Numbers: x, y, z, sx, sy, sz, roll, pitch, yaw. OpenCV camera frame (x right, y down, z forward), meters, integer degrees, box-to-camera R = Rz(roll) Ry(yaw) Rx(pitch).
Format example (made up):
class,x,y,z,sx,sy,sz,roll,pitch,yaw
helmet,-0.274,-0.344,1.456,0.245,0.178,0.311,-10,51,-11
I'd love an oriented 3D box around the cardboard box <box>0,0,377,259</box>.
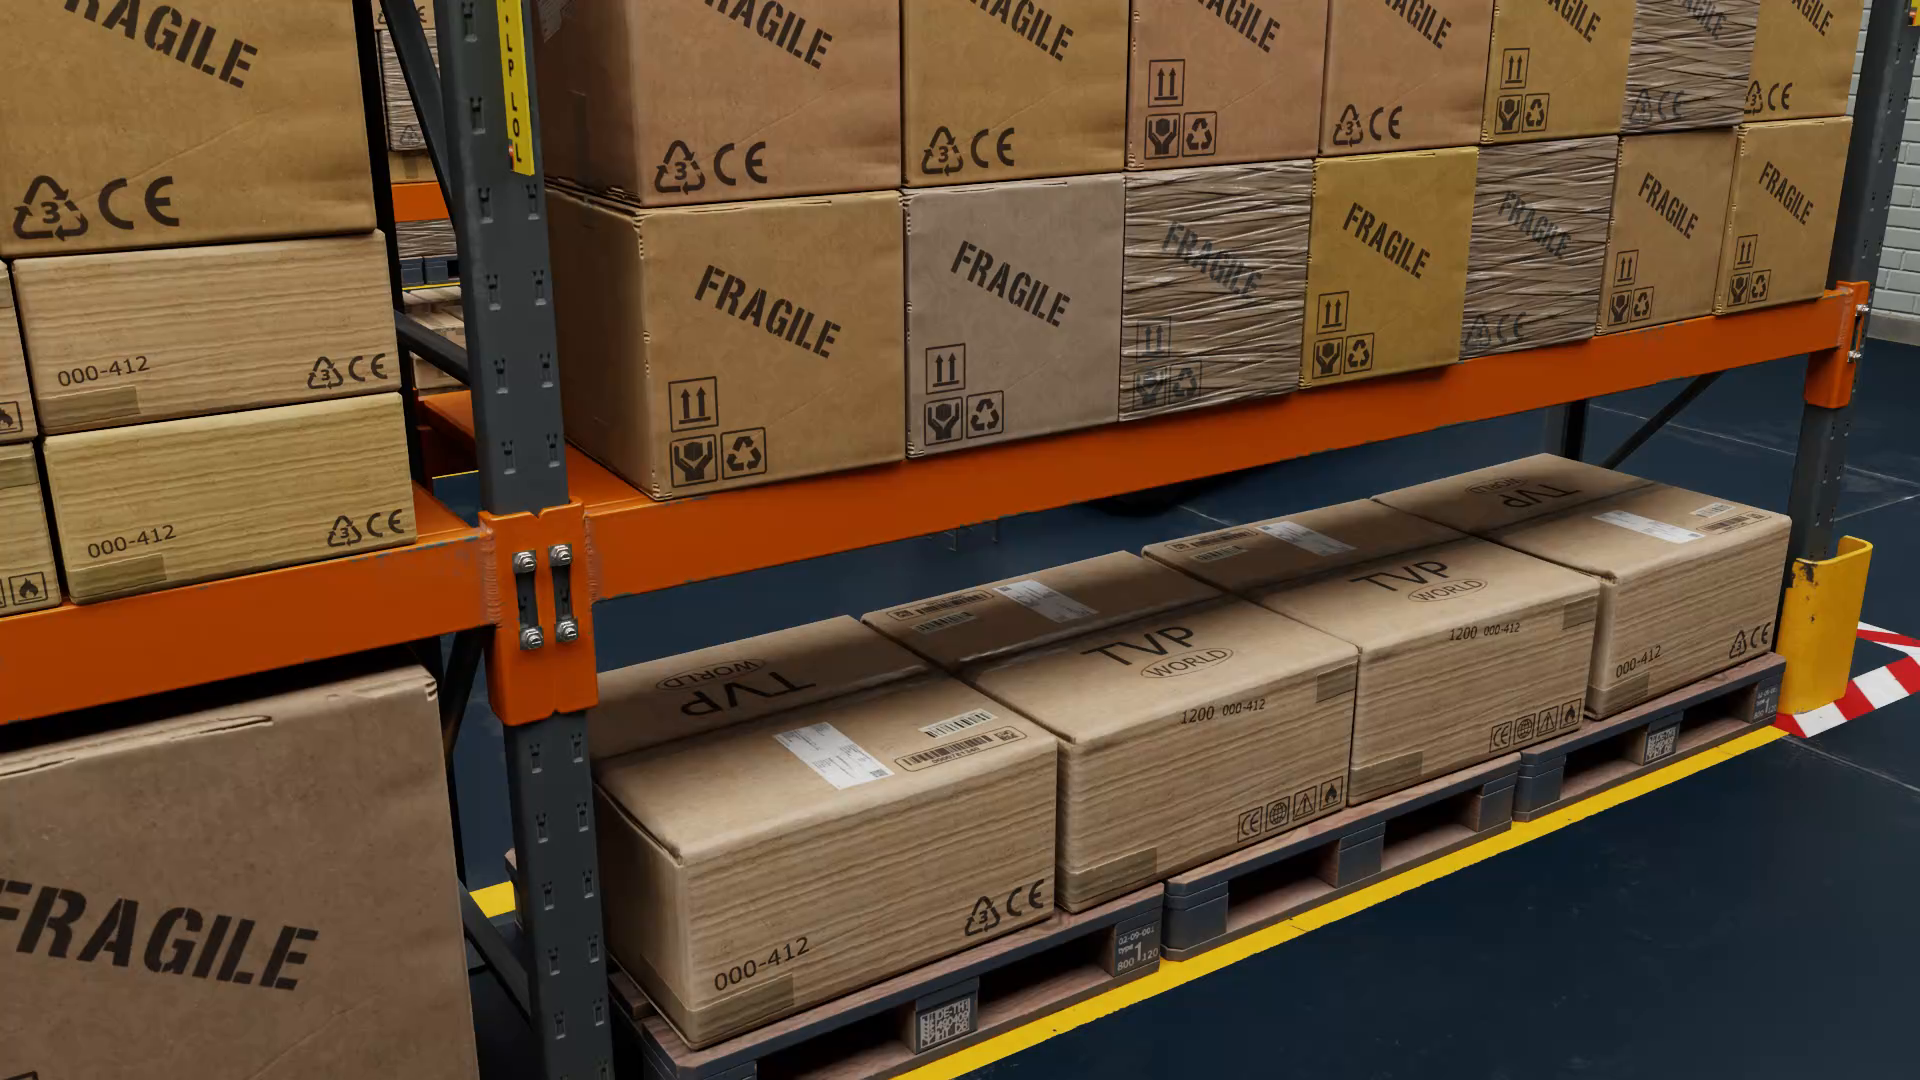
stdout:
class,x,y,z,sx,sy,sz,roll,pitch,yaw
cardboard box,-1.213,-0.725,2.487,0.500,0.500,0.500,-11,22,-30

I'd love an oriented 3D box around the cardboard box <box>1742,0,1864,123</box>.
class,x,y,z,sx,sy,sz,roll,pitch,yaw
cardboard box,2.091,-1.426,4.563,0.500,0.500,0.500,-11,22,-30

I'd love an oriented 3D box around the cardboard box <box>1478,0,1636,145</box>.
class,x,y,z,sx,sy,sz,roll,pitch,yaw
cardboard box,1.255,-1.240,4.012,0.500,0.500,0.500,-12,22,-32

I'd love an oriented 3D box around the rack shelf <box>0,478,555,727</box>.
class,x,y,z,sx,sy,sz,roll,pitch,yaw
rack shelf,-2.649,0.344,2.168,4.000,0.370,1.077,-12,22,-31

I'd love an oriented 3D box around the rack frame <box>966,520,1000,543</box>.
class,x,y,z,sx,sy,sz,roll,pitch,yaw
rack frame,0.092,-0.446,6.658,0.006,0.900,0.240,-12,22,-31

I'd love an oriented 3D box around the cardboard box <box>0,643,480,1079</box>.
class,x,y,z,sx,sy,sz,roll,pitch,yaw
cardboard box,-1.452,0.589,2.981,0.875,0.875,0.875,-11,22,-30

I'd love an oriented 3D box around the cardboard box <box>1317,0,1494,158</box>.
class,x,y,z,sx,sy,sz,roll,pitch,yaw
cardboard box,0.834,-1.152,3.752,0.500,0.500,0.500,-12,22,-32

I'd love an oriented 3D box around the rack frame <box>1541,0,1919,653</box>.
class,x,y,z,sx,sy,sz,roll,pitch,yaw
rack frame,2.362,-1.054,5.179,0.127,3.000,1.000,-12,22,-31

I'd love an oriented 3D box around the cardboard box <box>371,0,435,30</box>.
class,x,y,z,sx,sy,sz,roll,pitch,yaw
cardboard box,-2.412,-2.508,7.297,0.500,0.500,0.500,-11,22,-31

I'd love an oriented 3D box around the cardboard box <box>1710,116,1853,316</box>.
class,x,y,z,sx,sy,sz,roll,pitch,yaw
cardboard box,2.105,-0.946,4.702,0.500,0.500,0.500,-12,22,-31

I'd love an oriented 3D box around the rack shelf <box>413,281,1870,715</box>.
class,x,y,z,sx,sy,sz,roll,pitch,yaw
rack shelf,0.692,-0.361,4.252,4.000,0.370,1.077,-12,22,-31

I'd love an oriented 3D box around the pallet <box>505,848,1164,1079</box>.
class,x,y,z,sx,sy,sz,roll,pitch,yaw
pallet,-0.300,0.859,3.876,1.213,0.211,1.003,-12,22,-31

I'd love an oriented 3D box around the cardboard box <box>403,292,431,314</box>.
class,x,y,z,sx,sy,sz,roll,pitch,yaw
cardboard box,-2.801,-1.117,8.231,0.250,0.149,0.380,-13,23,-34

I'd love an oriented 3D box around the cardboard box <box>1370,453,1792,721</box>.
class,x,y,z,sx,sy,sz,roll,pitch,yaw
cardboard box,1.866,0.104,5.099,0.875,0.438,0.875,-13,23,-33

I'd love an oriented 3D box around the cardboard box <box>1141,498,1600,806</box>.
class,x,y,z,sx,sy,sz,roll,pitch,yaw
cardboard box,1.106,0.267,4.615,0.875,0.438,0.875,-11,22,-30

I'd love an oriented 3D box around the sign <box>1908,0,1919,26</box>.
class,x,y,z,sx,sy,sz,roll,pitch,yaw
sign,2.649,-1.567,4.519,0.005,0.325,0.100,-12,22,-31

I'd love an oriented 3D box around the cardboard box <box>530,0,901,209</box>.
class,x,y,z,sx,sy,sz,roll,pitch,yaw
cardboard box,-0.448,-0.890,2.975,0.500,0.500,0.500,-12,22,-31

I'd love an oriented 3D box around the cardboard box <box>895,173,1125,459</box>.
class,x,y,z,sx,sy,sz,roll,pitch,yaw
cardboard box,-0.020,-0.497,3.375,0.500,0.500,0.500,-12,22,-31

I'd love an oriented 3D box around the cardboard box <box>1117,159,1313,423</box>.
class,x,y,z,sx,sy,sz,roll,pitch,yaw
cardboard box,0.399,-0.583,3.629,0.500,0.500,0.500,-12,22,-31

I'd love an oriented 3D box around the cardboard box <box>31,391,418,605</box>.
class,x,y,z,sx,sy,sz,roll,pitch,yaw
cardboard box,-1.214,-0.132,2.686,0.500,0.250,0.500,-13,22,-33

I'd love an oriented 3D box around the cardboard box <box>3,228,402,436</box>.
class,x,y,z,sx,sy,sz,roll,pitch,yaw
cardboard box,-1.213,-0.372,2.617,0.500,0.250,0.500,-12,22,-31

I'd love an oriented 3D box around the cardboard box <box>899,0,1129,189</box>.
class,x,y,z,sx,sy,sz,roll,pitch,yaw
cardboard box,-0.022,-0.977,3.233,0.500,0.500,0.500,-12,22,-32

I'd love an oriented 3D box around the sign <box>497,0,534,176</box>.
class,x,y,z,sx,sy,sz,roll,pitch,yaw
sign,-0.672,-0.717,2.498,0.005,0.325,0.100,-12,22,-31

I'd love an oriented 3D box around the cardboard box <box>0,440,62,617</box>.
class,x,y,z,sx,sy,sz,roll,pitch,yaw
cardboard box,-1.640,-0.042,2.421,0.500,0.250,0.500,-12,22,-32

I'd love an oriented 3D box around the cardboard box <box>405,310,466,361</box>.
class,x,y,z,sx,sy,sz,roll,pitch,yaw
cardboard box,-2.474,-0.957,7.757,0.250,0.149,0.380,-11,22,-30

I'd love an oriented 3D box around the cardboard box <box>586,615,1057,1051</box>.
class,x,y,z,sx,sy,sz,roll,pitch,yaw
cardboard box,-0.395,0.584,3.680,0.875,0.438,0.875,-12,22,-32

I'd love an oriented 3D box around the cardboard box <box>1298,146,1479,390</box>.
class,x,y,z,sx,sy,sz,roll,pitch,yaw
cardboard box,0.829,-0.674,3.897,0.500,0.500,0.500,-11,22,-30

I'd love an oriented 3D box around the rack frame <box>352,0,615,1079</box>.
class,x,y,z,sx,sy,sz,roll,pitch,yaw
rack frame,-0.978,-0.349,3.095,0.127,3.000,1.000,-12,22,-31

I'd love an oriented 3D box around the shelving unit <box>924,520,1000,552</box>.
class,x,y,z,sx,sy,sz,roll,pitch,yaw
shelving unit,0.007,-0.428,6.605,0.210,0.900,0.258,-12,22,-31

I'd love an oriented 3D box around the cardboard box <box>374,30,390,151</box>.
class,x,y,z,sx,sy,sz,roll,pitch,yaw
cardboard box,-2.824,-1.953,7.217,0.500,0.500,0.500,-12,22,-31

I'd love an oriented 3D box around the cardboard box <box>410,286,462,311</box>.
class,x,y,z,sx,sy,sz,roll,pitch,yaw
cardboard box,-2.582,-1.168,8.381,0.250,0.149,0.380,-13,23,-33

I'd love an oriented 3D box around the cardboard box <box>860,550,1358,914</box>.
class,x,y,z,sx,sy,sz,roll,pitch,yaw
cardboard box,0.352,0.426,4.147,0.875,0.438,0.875,-13,22,-33

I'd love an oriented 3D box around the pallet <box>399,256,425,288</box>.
class,x,y,z,sx,sy,sz,roll,pitch,yaw
pallet,-4.731,-2.008,12.356,1.213,0.211,1.003,-12,22,-31

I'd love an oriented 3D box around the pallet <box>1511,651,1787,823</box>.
class,x,y,z,sx,sy,sz,roll,pitch,yaw
pallet,1.738,0.429,5.147,1.213,0.211,1.003,-12,22,-31

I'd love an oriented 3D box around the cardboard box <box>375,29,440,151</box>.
class,x,y,z,sx,sy,sz,roll,pitch,yaw
cardboard box,-2.383,-2.032,7.451,0.500,0.500,0.500,-12,22,-33

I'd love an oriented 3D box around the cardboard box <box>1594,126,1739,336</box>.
class,x,y,z,sx,sy,sz,roll,pitch,yaw
cardboard box,1.678,-0.861,4.452,0.500,0.500,0.500,-12,22,-33

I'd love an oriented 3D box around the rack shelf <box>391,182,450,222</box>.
class,x,y,z,sx,sy,sz,roll,pitch,yaw
rack shelf,-2.115,-1.667,8.116,4.000,0.370,1.077,-12,22,-31

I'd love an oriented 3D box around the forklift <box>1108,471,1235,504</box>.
class,x,y,z,sx,sy,sz,roll,pitch,yaw
forklift,1.319,-1.941,7.911,1.130,2.935,3.031,15,24,37

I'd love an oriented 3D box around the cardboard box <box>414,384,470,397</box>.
class,x,y,z,sx,sy,sz,roll,pitch,yaw
cardboard box,-2.513,-0.702,7.932,0.250,0.149,0.380,-13,23,-34

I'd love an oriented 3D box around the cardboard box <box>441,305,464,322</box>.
class,x,y,z,sx,sy,sz,roll,pitch,yaw
cardboard box,-2.292,-1.027,7.965,0.250,0.149,0.380,-13,23,-34

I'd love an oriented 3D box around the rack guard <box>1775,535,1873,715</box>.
class,x,y,z,sx,sy,sz,roll,pitch,yaw
rack guard,2.382,0.126,5.592,0.348,0.500,1.175,-12,22,-31

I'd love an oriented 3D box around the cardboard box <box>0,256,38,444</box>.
class,x,y,z,sx,sy,sz,roll,pitch,yaw
cardboard box,-1.626,-0.282,2.350,0.500,0.250,0.500,-11,22,-30

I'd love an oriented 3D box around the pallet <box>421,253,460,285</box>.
class,x,y,z,sx,sy,sz,roll,pitch,yaw
pallet,-3.713,-2.222,12.987,1.213,0.211,1.003,-12,22,-31

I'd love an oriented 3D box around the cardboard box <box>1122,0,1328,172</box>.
class,x,y,z,sx,sy,sz,roll,pitch,yaw
cardboard box,0.412,-1.064,3.491,0.500,0.500,0.500,-11,22,-30

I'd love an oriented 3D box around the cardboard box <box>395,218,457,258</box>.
class,x,y,z,sx,sy,sz,roll,pitch,yaw
cardboard box,-4.339,-2.603,12.422,0.875,0.875,0.875,-12,22,-31

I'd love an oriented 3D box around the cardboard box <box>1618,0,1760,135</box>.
class,x,y,z,sx,sy,sz,roll,pitch,yaw
cardboard box,1.670,-1.326,4.267,0.500,0.500,0.500,-12,22,-31

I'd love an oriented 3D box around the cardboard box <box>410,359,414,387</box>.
class,x,y,z,sx,sy,sz,roll,pitch,yaw
cardboard box,-2.734,-0.791,7.732,0.250,0.149,0.380,-13,23,-34

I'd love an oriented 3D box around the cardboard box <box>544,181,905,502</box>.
class,x,y,z,sx,sy,sz,roll,pitch,yaw
cardboard box,-0.442,-0.409,3.116,0.500,0.500,0.500,-11,22,-30

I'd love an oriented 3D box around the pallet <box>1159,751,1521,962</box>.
class,x,y,z,sx,sy,sz,roll,pitch,yaw
pallet,0.720,0.642,4.515,1.213,0.211,1.003,-12,22,-31

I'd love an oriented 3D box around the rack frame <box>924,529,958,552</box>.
class,x,y,z,sx,sy,sz,roll,pitch,yaw
rack frame,-0.078,-0.410,6.552,0.006,0.900,0.240,-12,22,-31

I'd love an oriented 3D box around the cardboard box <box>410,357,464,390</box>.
class,x,y,z,sx,sy,sz,roll,pitch,yaw
cardboard box,-2.491,-0.833,7.857,0.250,0.149,0.380,-11,21,-29

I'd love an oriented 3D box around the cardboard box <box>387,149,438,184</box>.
class,x,y,z,sx,sy,sz,roll,pitch,yaw
cardboard box,-2.523,-1.699,7.478,0.250,0.149,0.380,-11,22,-30

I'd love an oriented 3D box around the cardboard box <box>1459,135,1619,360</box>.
class,x,y,z,sx,sy,sz,roll,pitch,yaw
cardboard box,1.253,-0.768,4.177,0.500,0.500,0.500,-11,22,-30
